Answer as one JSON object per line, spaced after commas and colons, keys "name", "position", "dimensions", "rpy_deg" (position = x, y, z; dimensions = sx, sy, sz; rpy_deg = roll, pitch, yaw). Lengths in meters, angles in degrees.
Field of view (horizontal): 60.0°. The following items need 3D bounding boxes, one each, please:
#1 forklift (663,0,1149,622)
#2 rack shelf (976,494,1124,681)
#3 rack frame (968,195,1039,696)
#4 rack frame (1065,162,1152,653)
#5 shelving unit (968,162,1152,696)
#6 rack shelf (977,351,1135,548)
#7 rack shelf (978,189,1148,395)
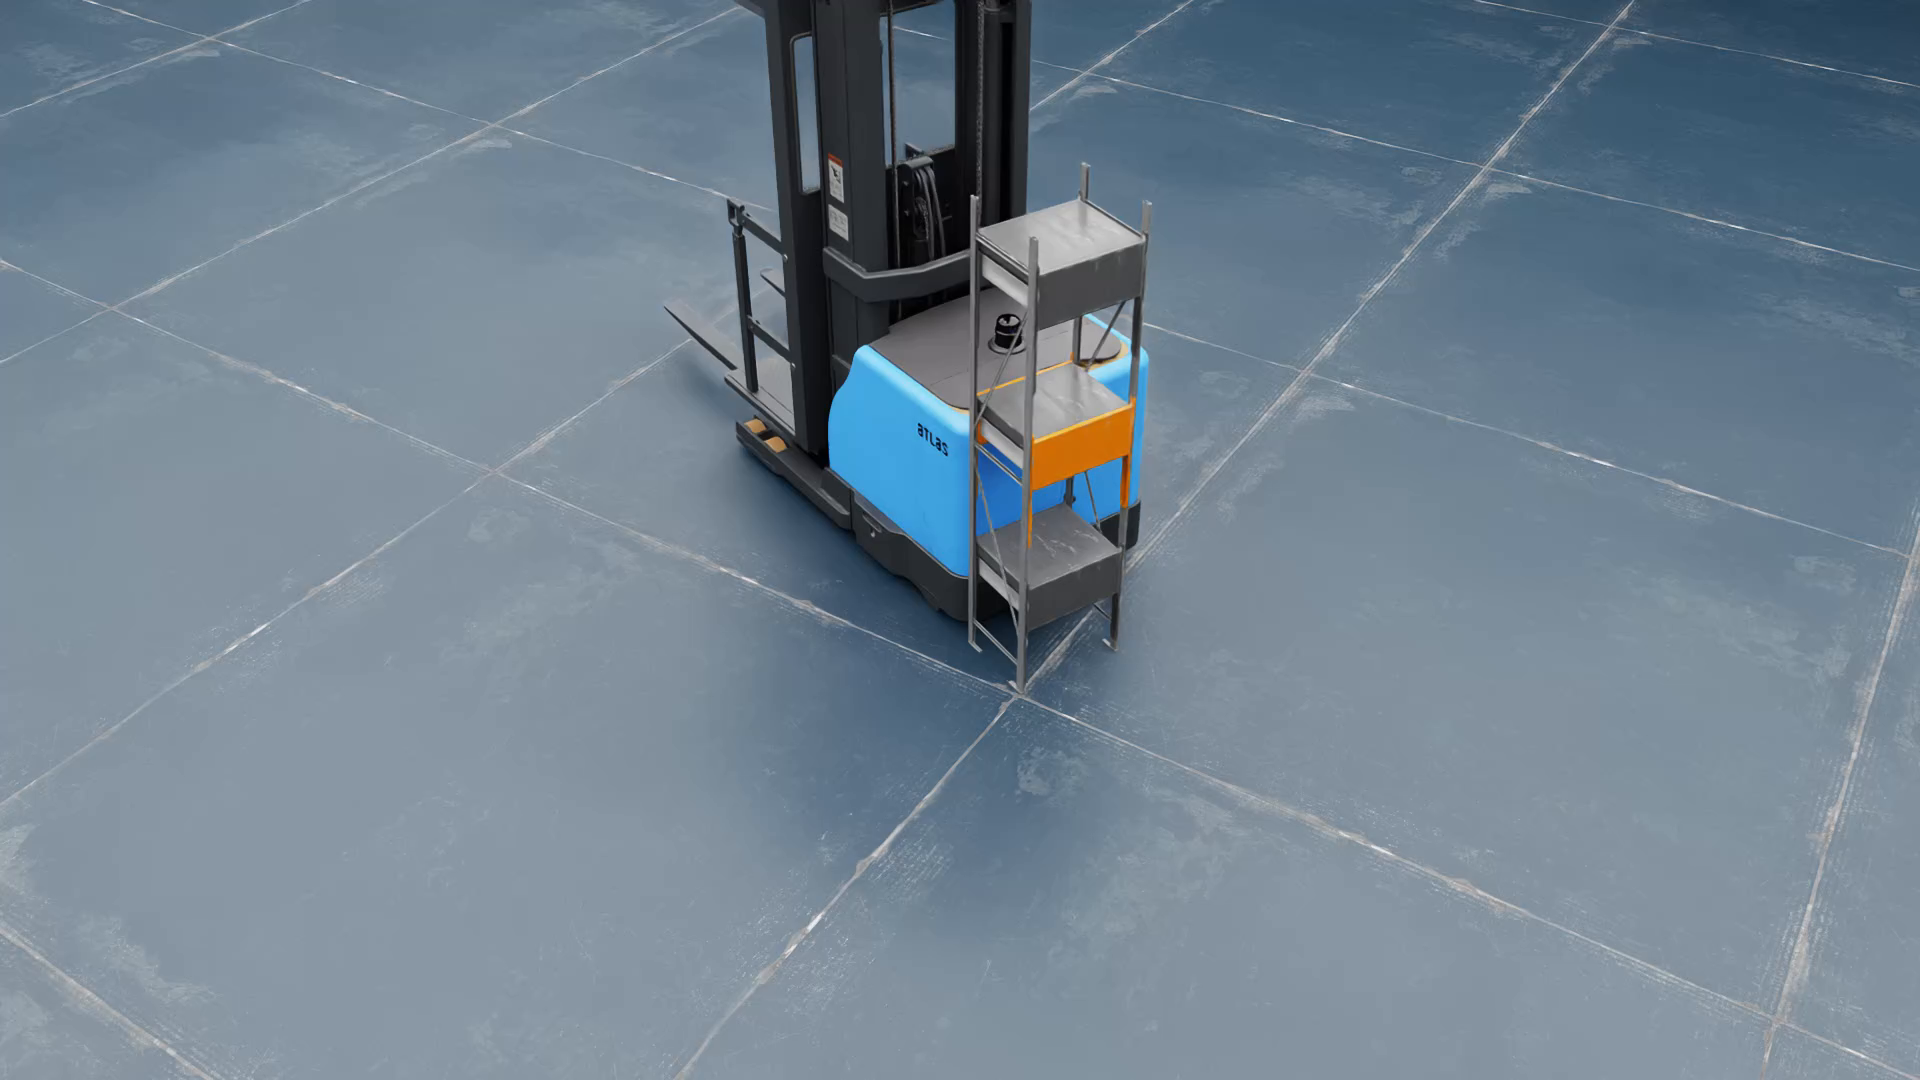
{"name": "forklift", "position": [-0.457, -1.659, 7.501], "dimensions": [1.130, 2.935, 3.031], "rpy_deg": [-24, 44, -28]}
{"name": "rack shelf", "position": [0.355, 0.195, 6.946], "dimensions": [0.480, 0.518, 0.431], "rpy_deg": [-22, 43, -26]}
{"name": "rack frame", "position": [0.151, -0.289, 6.405], "dimensions": [0.015, 2.100, 0.400], "rpy_deg": [-22, 43, -26]}
{"name": "rack frame", "position": [0.560, -0.452, 6.616], "dimensions": [0.015, 2.100, 0.400], "rpy_deg": [-22, 43, -26]}
{"name": "shelving unit", "position": [0.356, -0.370, 6.510], "dimensions": [0.503, 2.100, 0.431], "rpy_deg": [-22, 43, -26]}
{"name": "rack shelf", "position": [0.356, -0.359, 6.519], "dimensions": [0.480, 0.518, 0.431], "rpy_deg": [-22, 43, -26]}
{"name": "rack shelf", "position": [0.356, -0.914, 6.091], "dimensions": [0.480, 0.518, 0.431], "rpy_deg": [-22, 43, -26]}
